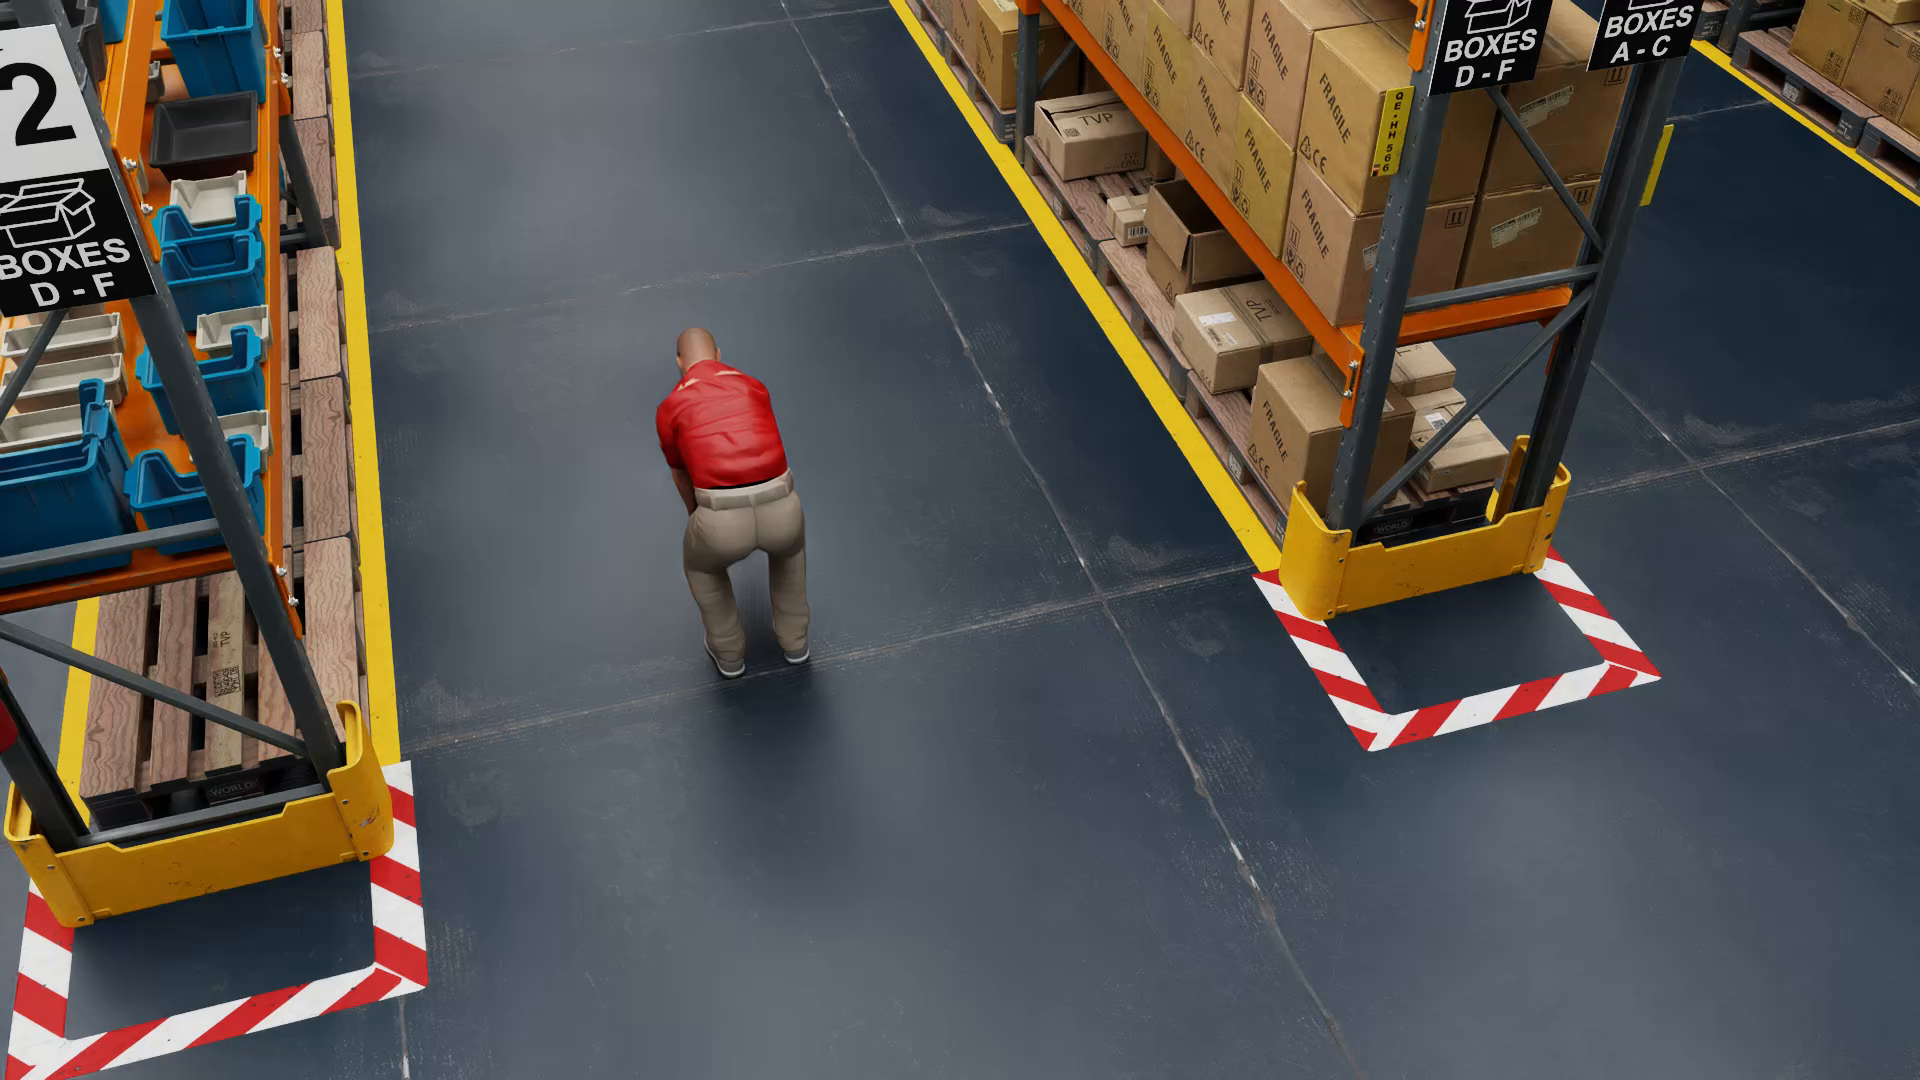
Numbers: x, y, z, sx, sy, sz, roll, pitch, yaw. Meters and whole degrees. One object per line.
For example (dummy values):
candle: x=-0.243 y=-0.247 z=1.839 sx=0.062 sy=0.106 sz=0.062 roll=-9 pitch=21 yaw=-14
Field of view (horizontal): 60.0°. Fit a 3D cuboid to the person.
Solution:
person: x=-0.906 y=-0.135 z=6.689 sx=0.503 sy=1.243 sz=0.916 roll=-13 pitch=44 yaw=-14
